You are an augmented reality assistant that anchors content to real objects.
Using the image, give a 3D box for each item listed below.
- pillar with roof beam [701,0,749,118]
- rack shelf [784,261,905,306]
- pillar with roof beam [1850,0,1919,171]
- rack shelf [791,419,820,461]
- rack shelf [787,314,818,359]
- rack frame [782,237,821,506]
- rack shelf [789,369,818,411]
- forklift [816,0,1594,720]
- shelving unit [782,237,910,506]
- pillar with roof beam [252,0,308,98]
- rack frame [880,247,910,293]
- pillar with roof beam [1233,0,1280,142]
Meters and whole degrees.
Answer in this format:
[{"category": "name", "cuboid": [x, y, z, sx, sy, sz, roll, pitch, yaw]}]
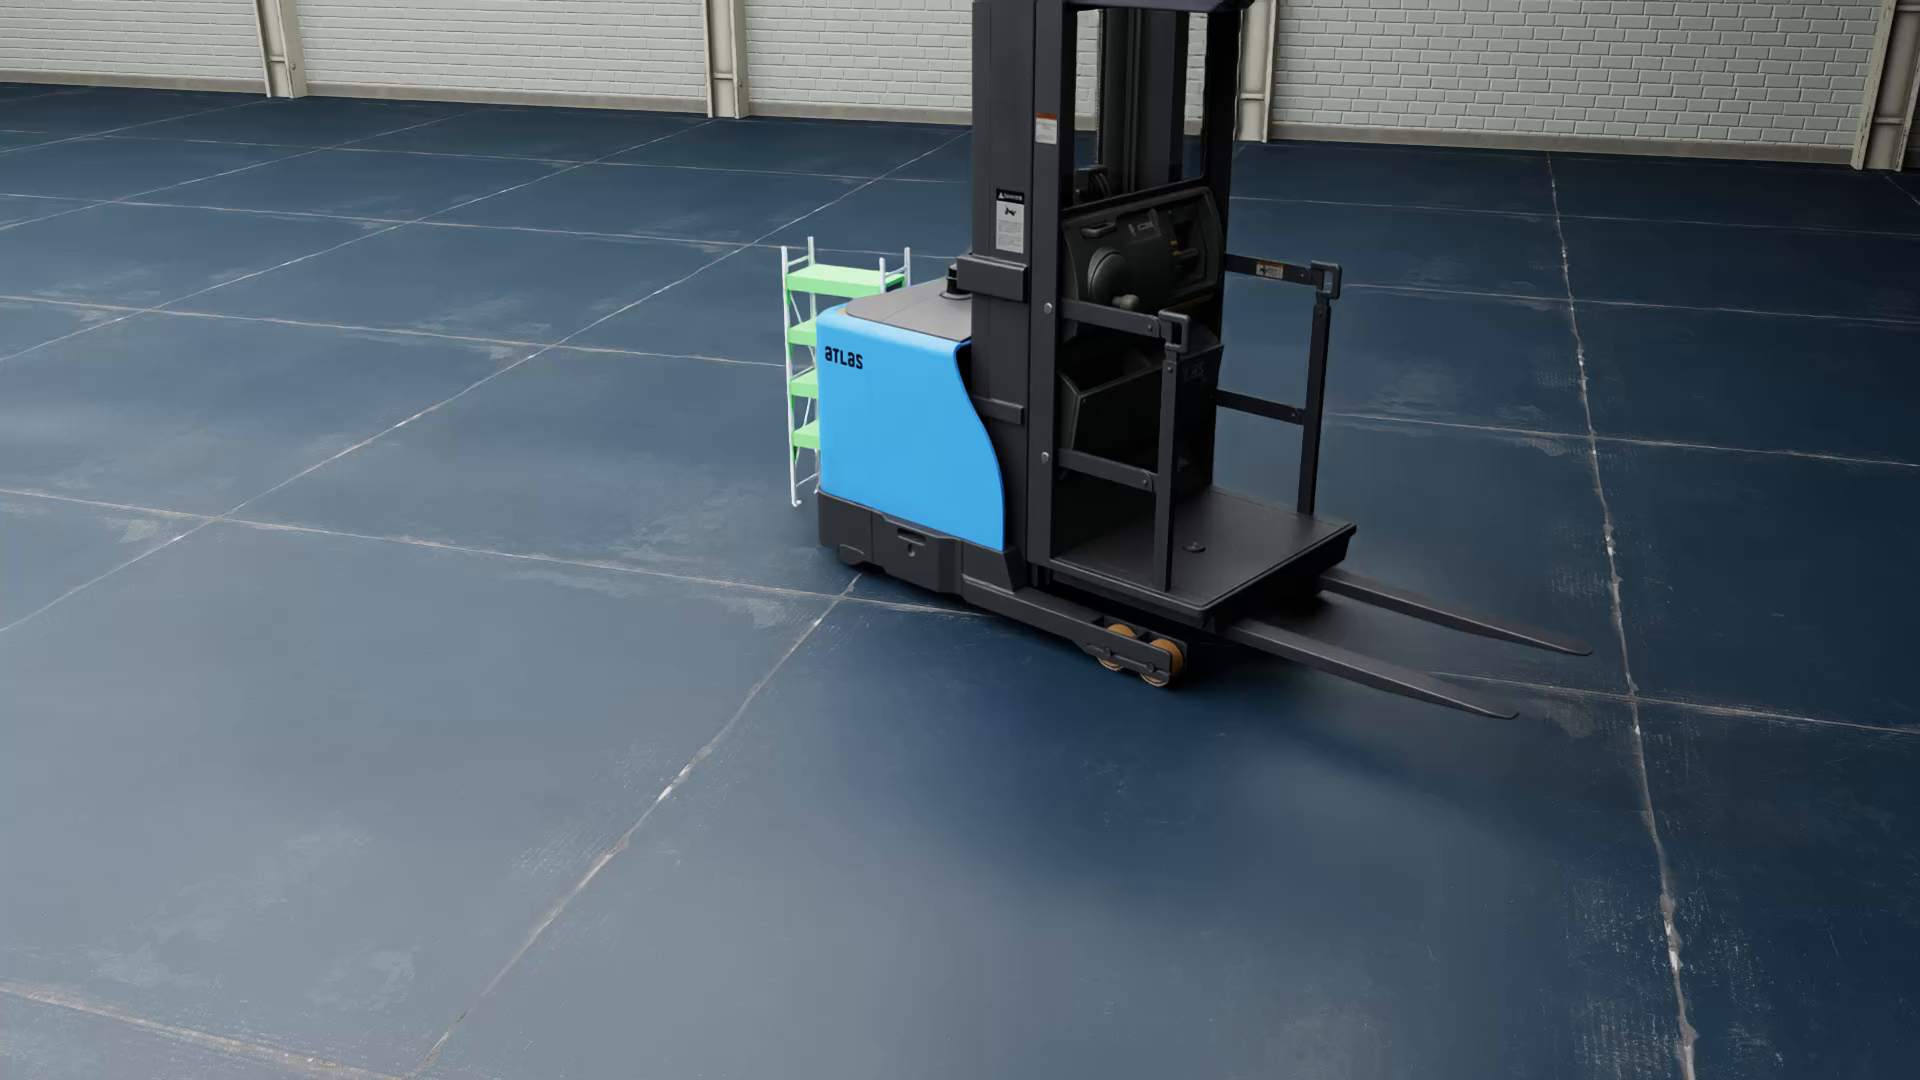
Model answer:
[{"category": "pillar with roof beam", "cuboid": [-3.914, -7.502, 13.701, 0.400, 9.000, 9.100, 7, 23, 16]}, {"category": "rack shelf", "cuboid": [-0.495, -1.096, 7.263, 0.480, 0.148, 0.258, 11, 25, 25]}, {"category": "pillar with roof beam", "cuboid": [7.574, -6.186, 10.494, 0.400, 9.000, 9.100, 7, 23, 16]}, {"category": "rack shelf", "cuboid": [-0.495, -0.429, 7.537, 0.480, 0.148, 0.258, 11, 25, 25]}, {"category": "rack shelf", "cuboid": [-0.495, -0.873, 7.354, 0.480, 0.148, 0.258, 11, 25, 25]}, {"category": "rack frame", "cuboid": [-0.712, -0.752, 7.523, 0.015, 1.200, 0.240, 11, 25, 25]}, {"category": "rack shelf", "cuboid": [-0.495, -0.651, 7.446, 0.480, 0.148, 0.258, 11, 25, 25]}, {"category": "forklift", "cuboid": [0.840, -1.055, 5.979, 3.031, 2.935, 1.130, 18, 29, 38]}, {"category": "shelving unit", "cuboid": [-0.495, -0.711, 7.421, 0.503, 1.200, 0.258, 11, 25, 25]}, {"category": "pillar with roof beam", "cuboid": [-9.658, -8.159, 15.304, 0.400, 9.000, 9.100, 7, 23, 16]}, {"category": "rack frame", "cuboid": [-0.277, -0.669, 7.319, 0.015, 1.200, 0.240, 11, 25, 25]}, {"category": "pillar with roof beam", "cuboid": [1.830, -6.844, 12.097, 0.400, 9.000, 9.100, 7, 23, 16]}]
